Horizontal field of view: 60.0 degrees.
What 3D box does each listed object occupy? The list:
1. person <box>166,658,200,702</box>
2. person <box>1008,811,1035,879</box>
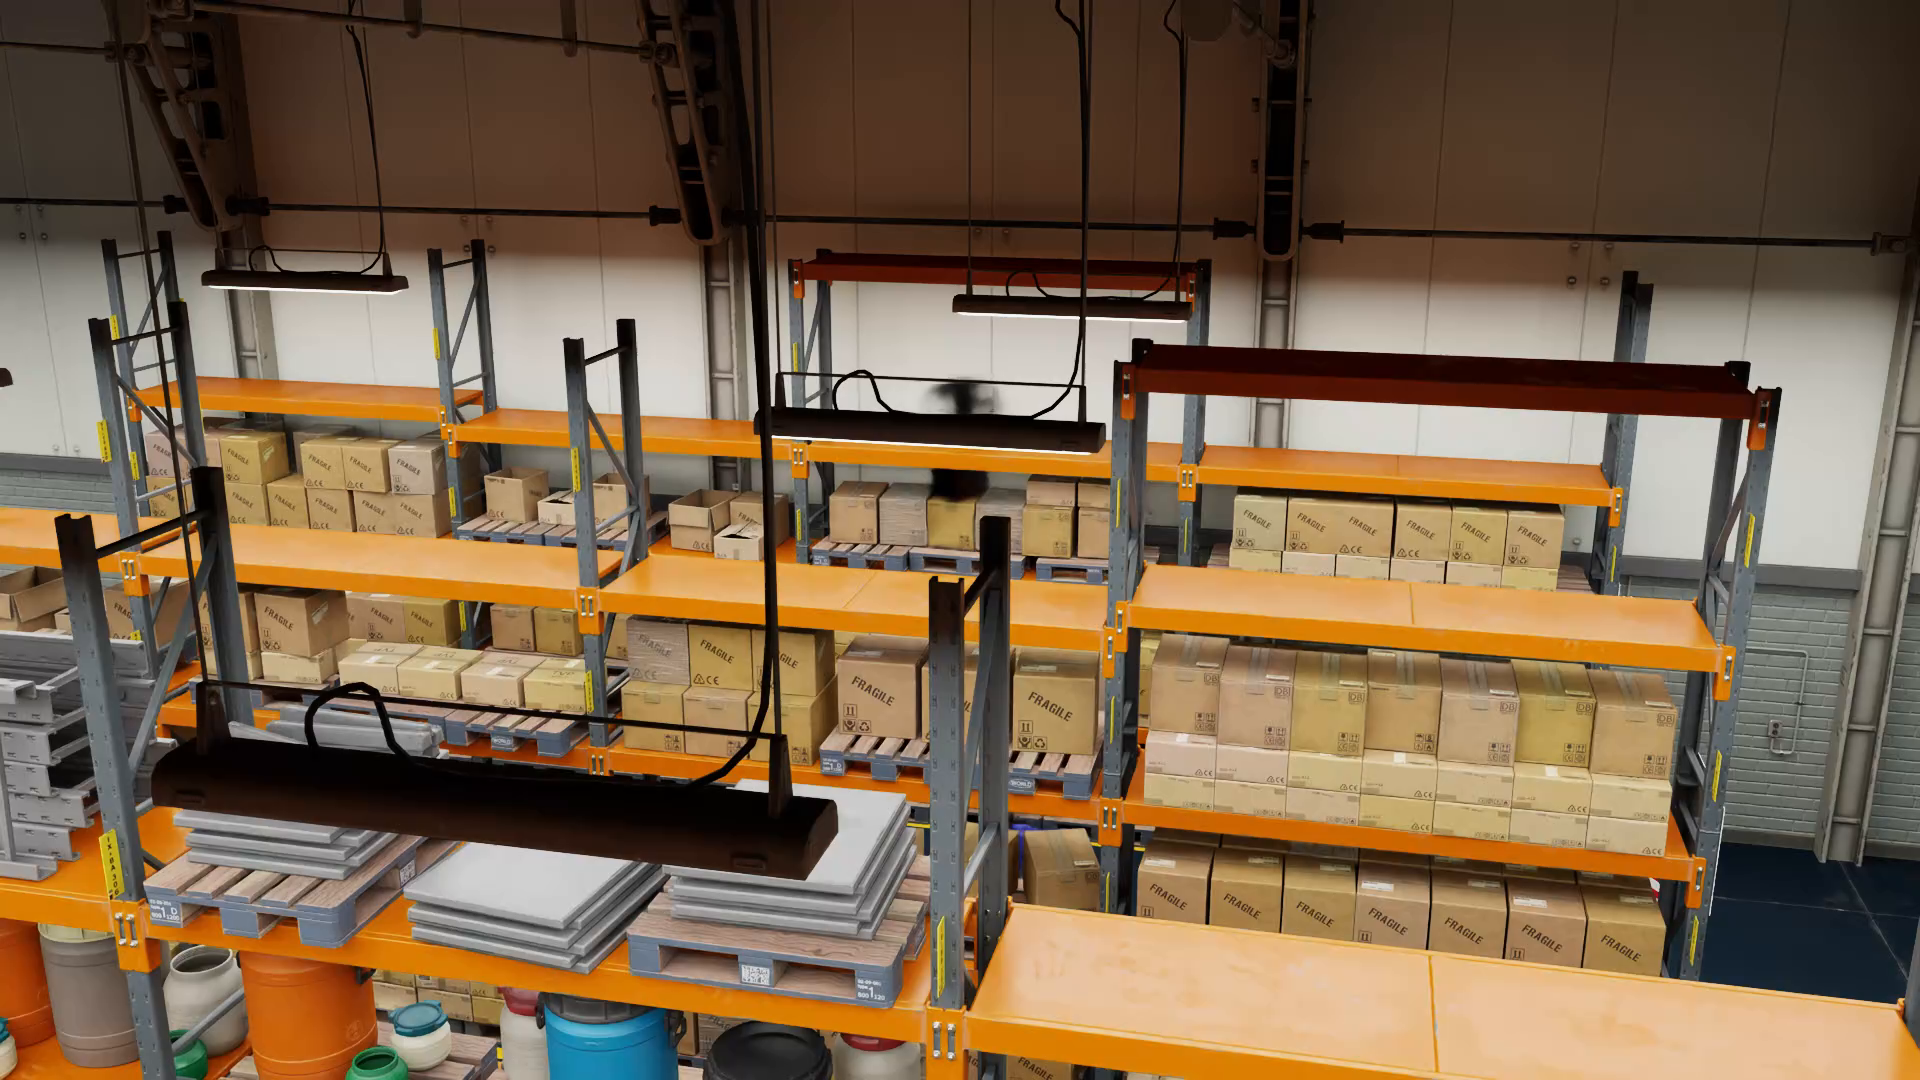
[{"bbox_3d":[-8.170,2.097,18.124,0.859,1.739,0.603,-1,16,-3],"label":"person"},{"bbox_3d":[0.443,3.103,14.899,0.835,1.595,0.523,6,17,20],"label":"person"}]
